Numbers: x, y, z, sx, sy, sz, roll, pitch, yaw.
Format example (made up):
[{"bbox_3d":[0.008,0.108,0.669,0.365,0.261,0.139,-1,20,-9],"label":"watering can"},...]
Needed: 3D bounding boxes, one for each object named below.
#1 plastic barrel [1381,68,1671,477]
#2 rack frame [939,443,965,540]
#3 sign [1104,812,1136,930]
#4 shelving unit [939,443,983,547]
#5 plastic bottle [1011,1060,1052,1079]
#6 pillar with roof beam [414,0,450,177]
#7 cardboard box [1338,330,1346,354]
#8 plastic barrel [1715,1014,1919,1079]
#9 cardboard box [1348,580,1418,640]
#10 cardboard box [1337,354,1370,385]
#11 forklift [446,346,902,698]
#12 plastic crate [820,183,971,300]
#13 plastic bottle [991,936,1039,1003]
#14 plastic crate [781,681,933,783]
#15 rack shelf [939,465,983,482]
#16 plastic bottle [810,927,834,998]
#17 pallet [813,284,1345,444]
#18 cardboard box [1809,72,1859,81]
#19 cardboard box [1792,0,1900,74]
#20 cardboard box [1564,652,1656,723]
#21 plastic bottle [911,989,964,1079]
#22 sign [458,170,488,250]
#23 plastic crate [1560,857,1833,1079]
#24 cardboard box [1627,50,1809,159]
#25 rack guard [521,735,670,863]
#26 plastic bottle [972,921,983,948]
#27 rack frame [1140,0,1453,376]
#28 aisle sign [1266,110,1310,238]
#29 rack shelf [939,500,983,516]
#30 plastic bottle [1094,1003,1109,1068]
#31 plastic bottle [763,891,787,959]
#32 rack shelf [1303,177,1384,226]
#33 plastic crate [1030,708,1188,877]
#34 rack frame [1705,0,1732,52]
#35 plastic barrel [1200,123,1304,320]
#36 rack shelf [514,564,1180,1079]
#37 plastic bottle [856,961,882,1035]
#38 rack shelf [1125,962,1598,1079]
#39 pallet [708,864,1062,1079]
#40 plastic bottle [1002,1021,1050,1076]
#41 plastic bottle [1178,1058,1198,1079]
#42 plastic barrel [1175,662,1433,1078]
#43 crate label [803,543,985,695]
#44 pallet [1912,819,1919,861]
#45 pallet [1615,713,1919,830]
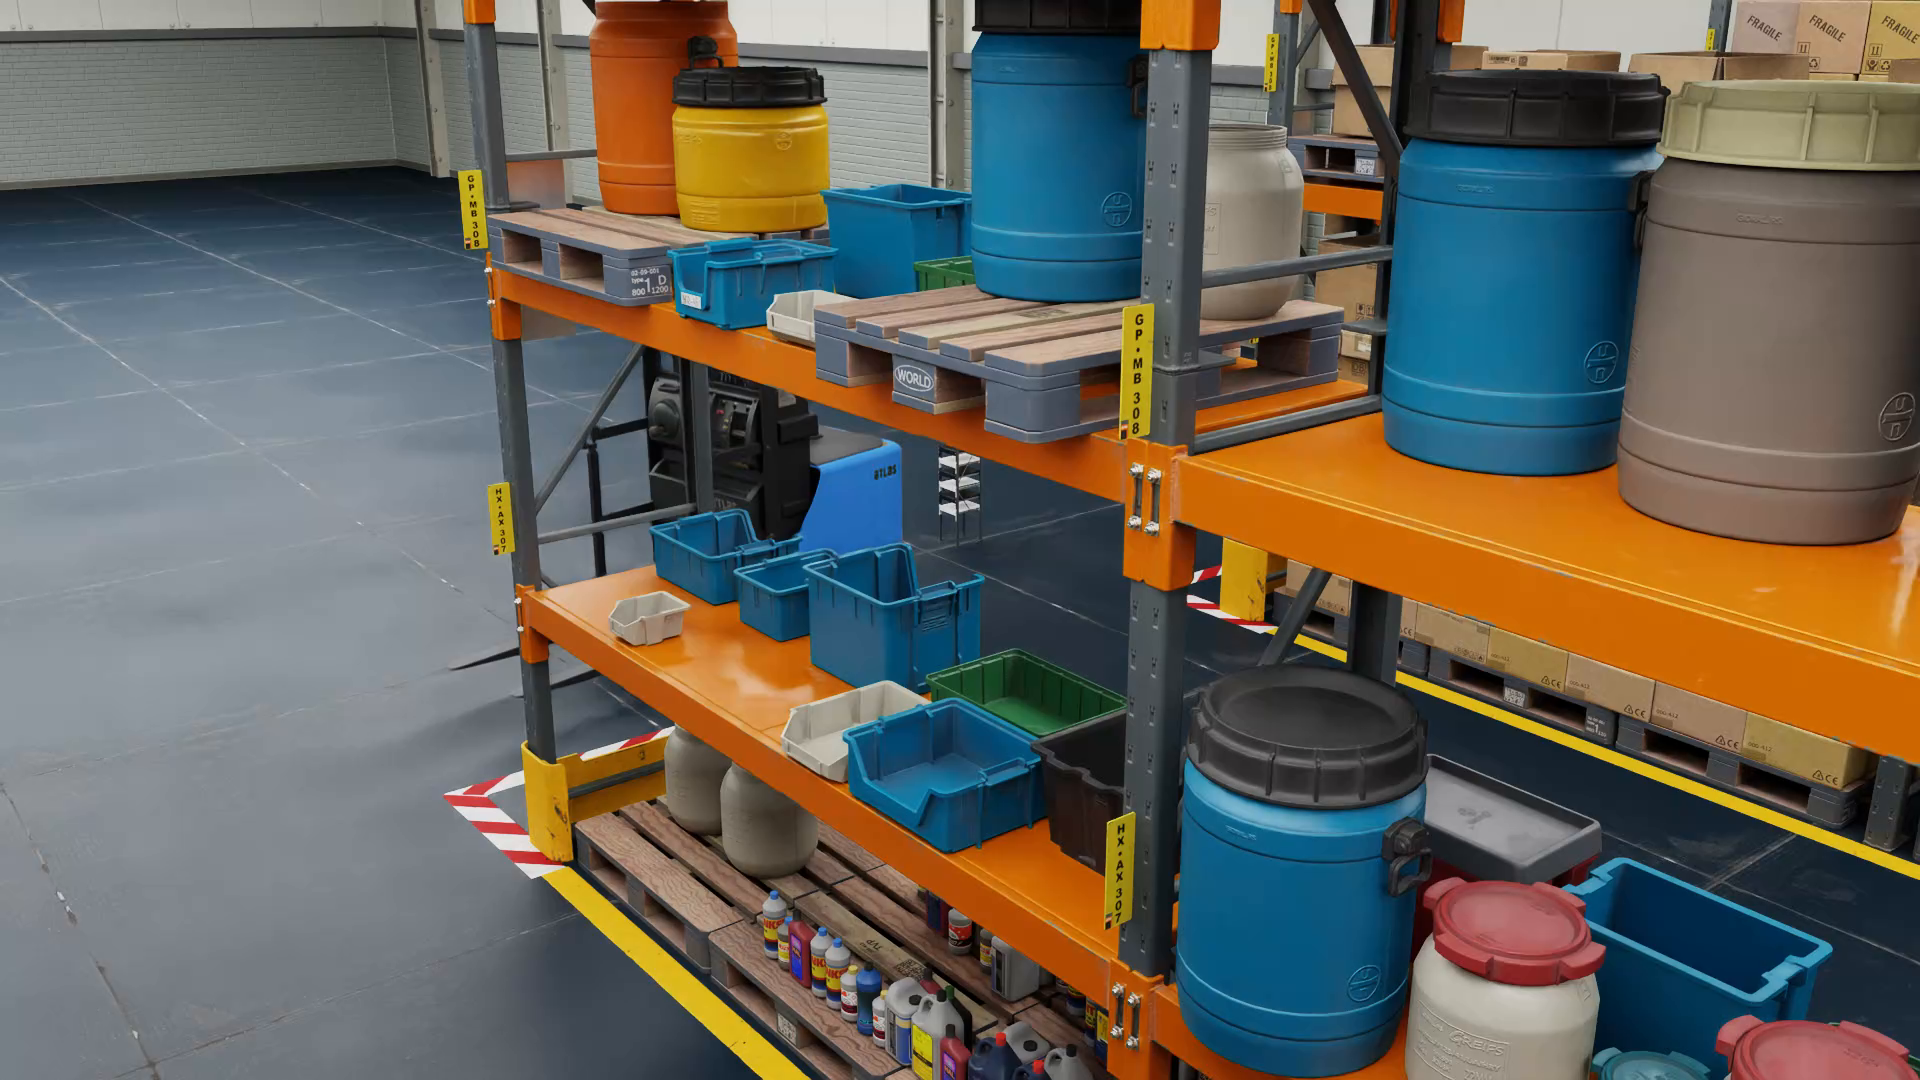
[{"bbox_3d":[1.352,-0.663,4.022,0.600,0.901,0.708,-14,23,-36],"label":"plastic barrel"},{"bbox_3d":[-0.058,-0.450,12.291,0.240,0.900,0.006,-14,23,-36],"label":"rack frame"},{"bbox_3d":[0.428,0.890,4.463,0.100,0.325,0.005,-14,23,-36],"label":"sign"},{"bbox_3d":[0.005,-0.425,12.215,0.258,0.900,0.210,-14,23,-36],"label":"shelving unit"},{"bbox_3d":[0.241,1.863,5.479,0.144,0.351,0.185,-15,23,-38],"label":"plastic bottle"},{"bbox_3d":[-14.740,-11.399,32.472,9.100,9.000,0.400,-14,23,-36],"label":"pillar with roof beam"},{"bbox_3d":[2.343,-1.252,10.180,0.380,0.149,0.250,-14,23,-36],"label":"cardboard box"},{"bbox_3d":[1.744,1.311,3.414,0.433,0.535,0.433,0,18,0],"label":"plastic barrel"},{"bbox_3d":[2.740,0.369,10.182,0.500,0.250,0.500,-14,23,-36],"label":"cardboard box"},{"bbox_3d":[2.548,-0.965,10.346,0.700,0.500,0.500,-14,23,-36],"label":"cardboard box"},{"bbox_3d":[-1.699,-0.753,9.975,1.130,2.935,3.031,15,23,38],"label":"forklift"},{"bbox_3d":[-0.197,-1.074,6.089,0.392,0.384,0.575,-14,23,-36],"label":"plastic crate"},{"bbox_3d":[0.209,1.605,6.378,0.152,0.276,0.135,-14,23,-36],"label":"plastic bottle"},{"bbox_3d":[-0.340,0.691,5.923,0.530,0.136,0.437,-14,23,-36],"label":"plastic crate"},{"bbox_3d":[0.005,-0.479,12.197,0.258,0.077,0.200,-14,23,-36],"label":"rack shelf"},{"bbox_3d":[-0.523,1.609,6.371,0.097,0.271,0.097,0,18,0],"label":"plastic bottle"},{"bbox_3d":[0.342,-0.577,4.860,1.213,0.211,1.003,-14,23,-36],"label":"pallet"},{"bbox_3d":[6.466,-3.213,12.332,0.500,0.500,0.500,-12,22,-33],"label":"cardboard box"},{"bbox_3d":[6.470,-3.683,12.158,0.500,0.500,0.500,-14,23,-37],"label":"cardboard box"},{"bbox_3d":[3.668,0.740,9.063,0.500,0.250,0.500,-14,23,-36],"label":"cardboard box"},{"bbox_3d":[-0.079,1.736,5.863,0.144,0.351,0.185,-14,23,-36],"label":"plastic bottle"},{"bbox_3d":[-2.051,-1.391,7.006,0.100,0.325,0.005,-14,23,-36],"label":"sign"},{"bbox_3d":[1.795,1.135,4.188,0.392,0.384,0.575,-14,23,-36],"label":"plastic crate"},{"bbox_3d":[3.828,-2.219,8.464,0.797,0.503,0.637,-11,21,-30],"label":"cardboard box"},{"bbox_3d":[-1.533,1.127,8.164,1.175,0.500,0.348,-14,23,-36],"label":"rack guard"},{"bbox_3d":[0.088,1.484,6.743,0.152,0.276,0.135,-15,23,-38],"label":"plastic bottle"},{"bbox_3d":[0.867,-1.931,3.880,1.000,3.000,0.127,-14,23,-36],"label":"rack frame"},{"bbox_3d":[1.987,-2.226,10.176,0.394,0.787,0.004,-14,23,-36],"label":"aisle sign"},{"bbox_3d":[0.005,-0.223,12.282,0.258,0.077,0.200,-14,23,-36],"label":"rack shelf"},{"bbox_3d":[0.578,1.713,5.930,0.144,0.351,0.185,-14,23,-36],"label":"plastic bottle"},{"bbox_3d":[-0.736,1.525,6.626,0.097,0.271,0.097,0,18,0],"label":"plastic bottle"},{"bbox_3d":[3.510,-1.625,8.870,1.077,0.370,4.000,-14,23,-36],"label":"rack shelf"},{"bbox_3d":[0.641,0.792,5.297,0.767,0.338,0.504,-14,23,-36],"label":"plastic crate"},{"bbox_3d":[6.149,-4.851,12.696,1.000,3.000,0.127,-14,23,-36],"label":"rack frame"},{"bbox_3d":[0.753,-0.904,4.704,0.421,0.512,0.421,0,18,0],"label":"plastic barrel"},{"bbox_3d":[-0.375,0.765,6.424,1.077,0.370,4.000,-14,23,-36],"label":"rack shelf"},{"bbox_3d":[-0.335,1.684,6.146,0.097,0.271,0.097,0,18,0],"label":"plastic bottle"},{"bbox_3d":[2.108,1.751,3.448,1.077,0.370,4.000,-14,23,-36],"label":"rack shelf"},{"bbox_3d":[-0.279,1.766,6.694,1.003,0.211,1.213,-14,23,-36],"label":"pallet"},{"bbox_3d":[0.222,1.816,5.740,0.152,0.276,0.135,-14,23,-36],"label":"plastic bottle"},{"bbox_3d":[0.790,1.762,5.902,0.152,0.276,0.135,-13,22,-34],"label":"plastic bottle"},{"bbox_3d":[0.869,0.833,4.278,0.600,0.901,0.708,-14,23,-36],"label":"plastic barrel"},{"bbox_3d":[-0.262,0.315,6.584,0.502,0.435,0.616,-14,23,-36],"label":"crate label"},{"bbox_3d":[5.240,1.448,7.653,1.003,0.211,1.213,-14,23,-36],"label":"pallet"},{"bbox_3d":[4.291,1.070,8.794,1.003,0.211,1.213,-14,23,-36],"label":"pallet"}]
